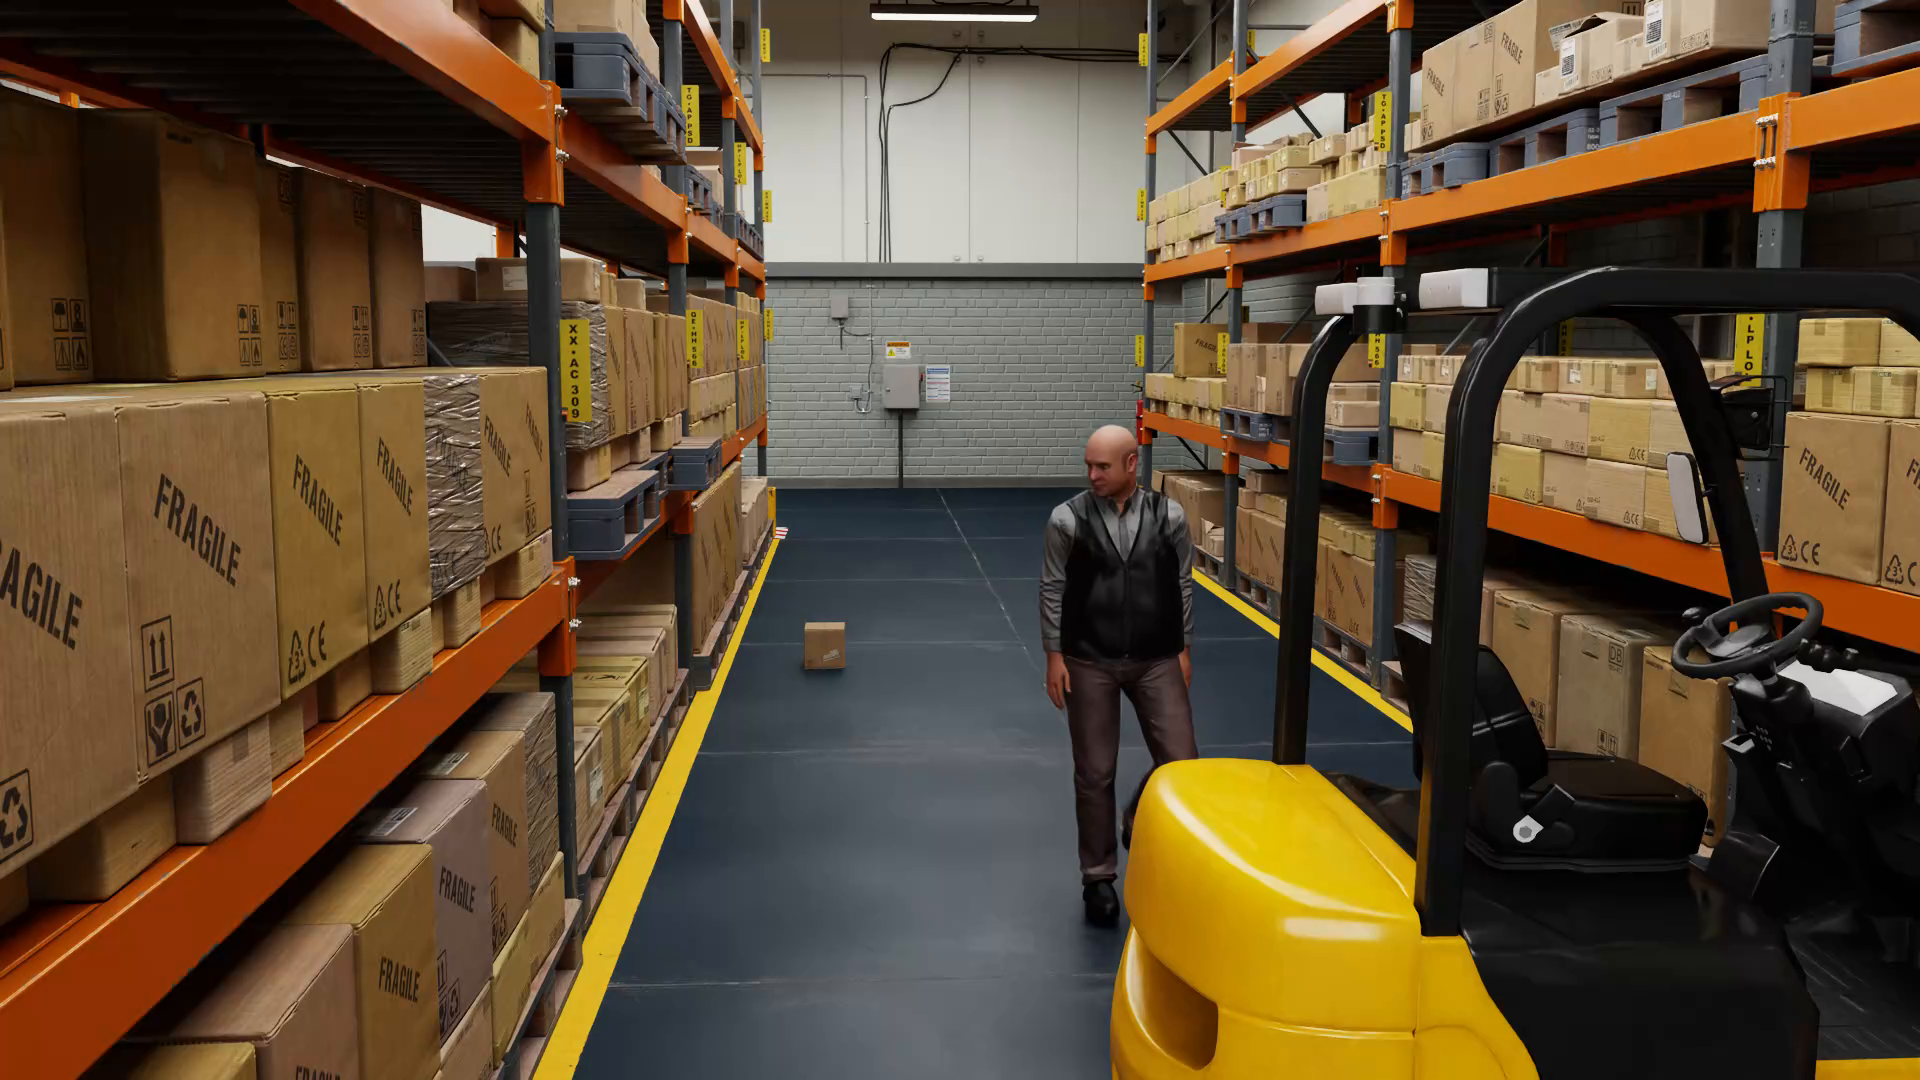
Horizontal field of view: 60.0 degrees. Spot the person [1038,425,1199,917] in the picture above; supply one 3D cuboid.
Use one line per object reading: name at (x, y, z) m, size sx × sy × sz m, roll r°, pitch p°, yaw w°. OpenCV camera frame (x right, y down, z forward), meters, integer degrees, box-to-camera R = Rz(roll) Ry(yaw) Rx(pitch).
person at (0.562, 0.453, 5.877) m, size 0.558 × 1.716 × 0.435 m, roll 0°, pitch 7°, yaw -2°
